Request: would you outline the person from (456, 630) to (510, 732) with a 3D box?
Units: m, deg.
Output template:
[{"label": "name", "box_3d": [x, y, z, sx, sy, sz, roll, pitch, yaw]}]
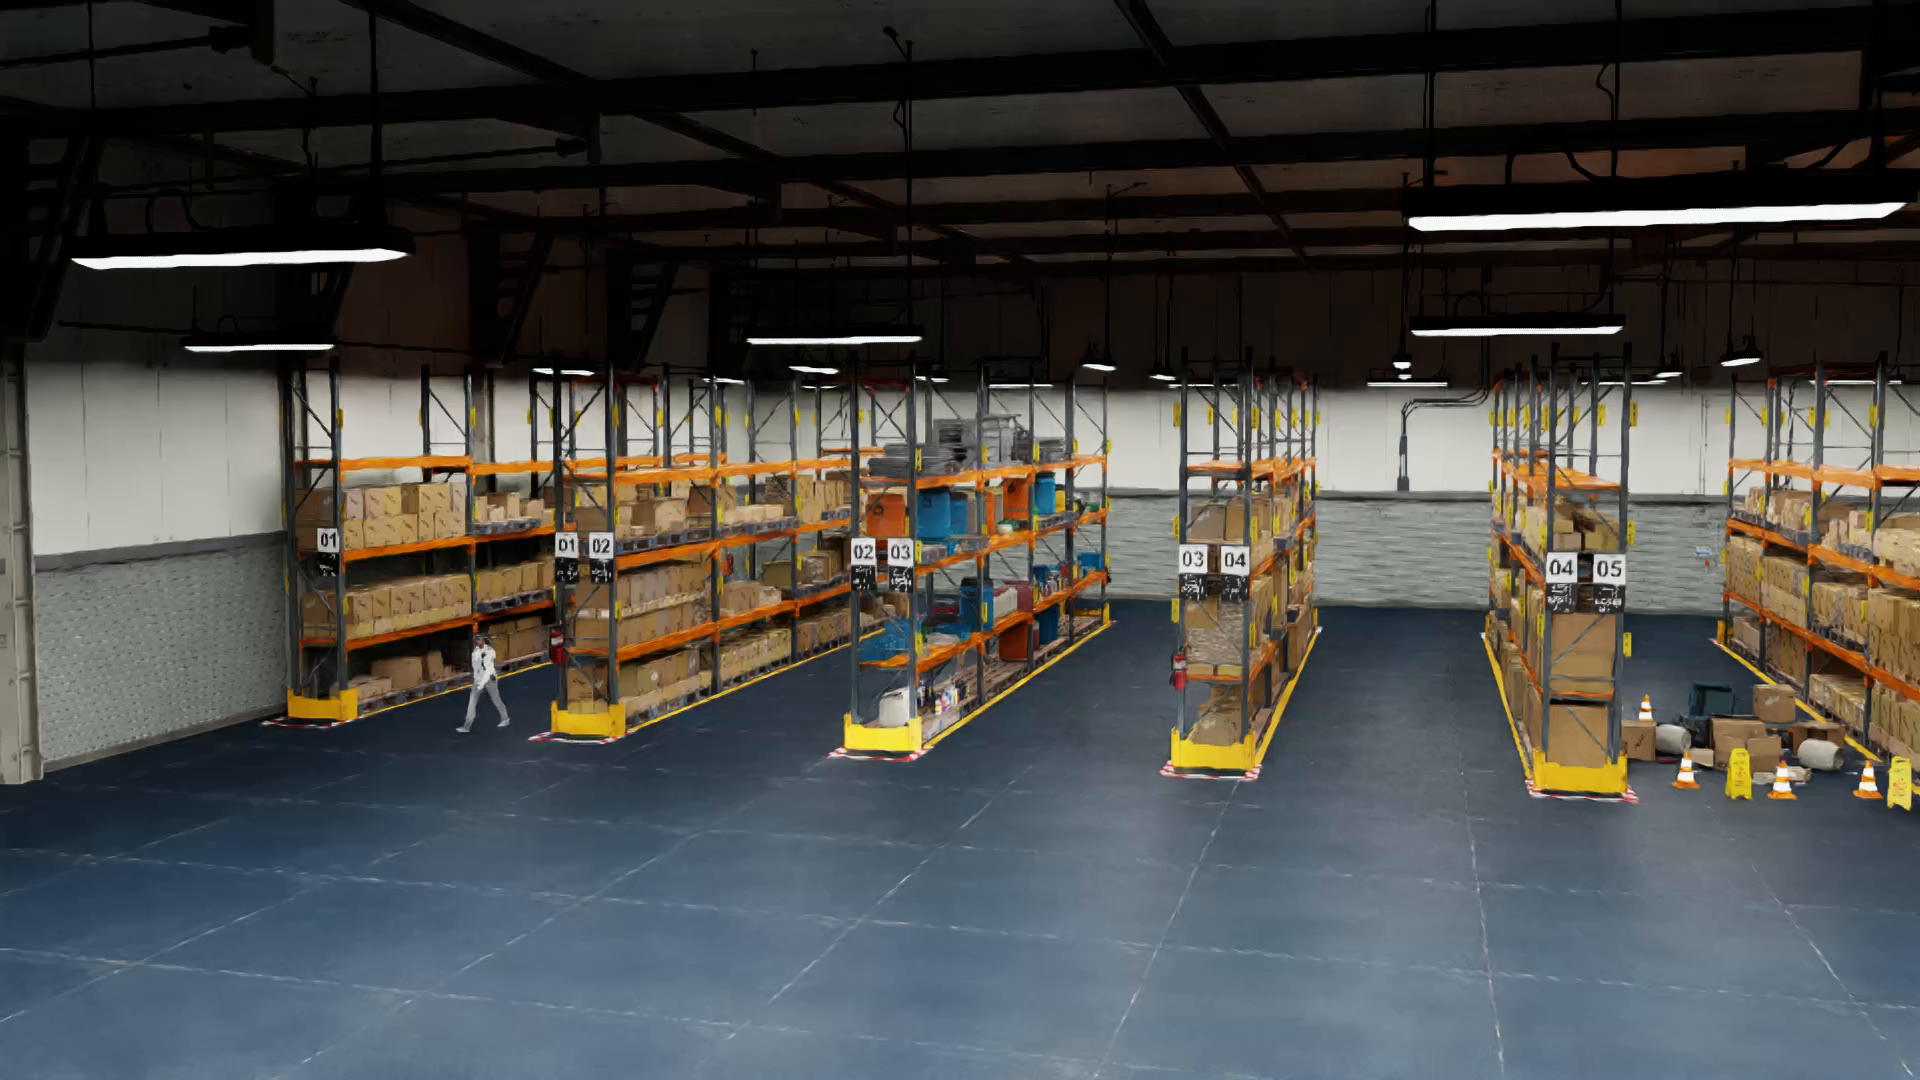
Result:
[{"label": "person", "box_3d": [-7.590, 2.228, 26.518, 0.481, 1.621, 0.997, 2, 5, 24]}]

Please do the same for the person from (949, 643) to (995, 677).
[{"label": "person", "box_3d": [0.236, 1.803, 31.788, 0.583, 1.681, 0.961, 3, 5, 37]}]

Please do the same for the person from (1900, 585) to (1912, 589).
[{"label": "person", "box_3d": [22.046, 1.278, 38.502, 0.537, 1.763, 0.680, -1, 4, -19]}]
